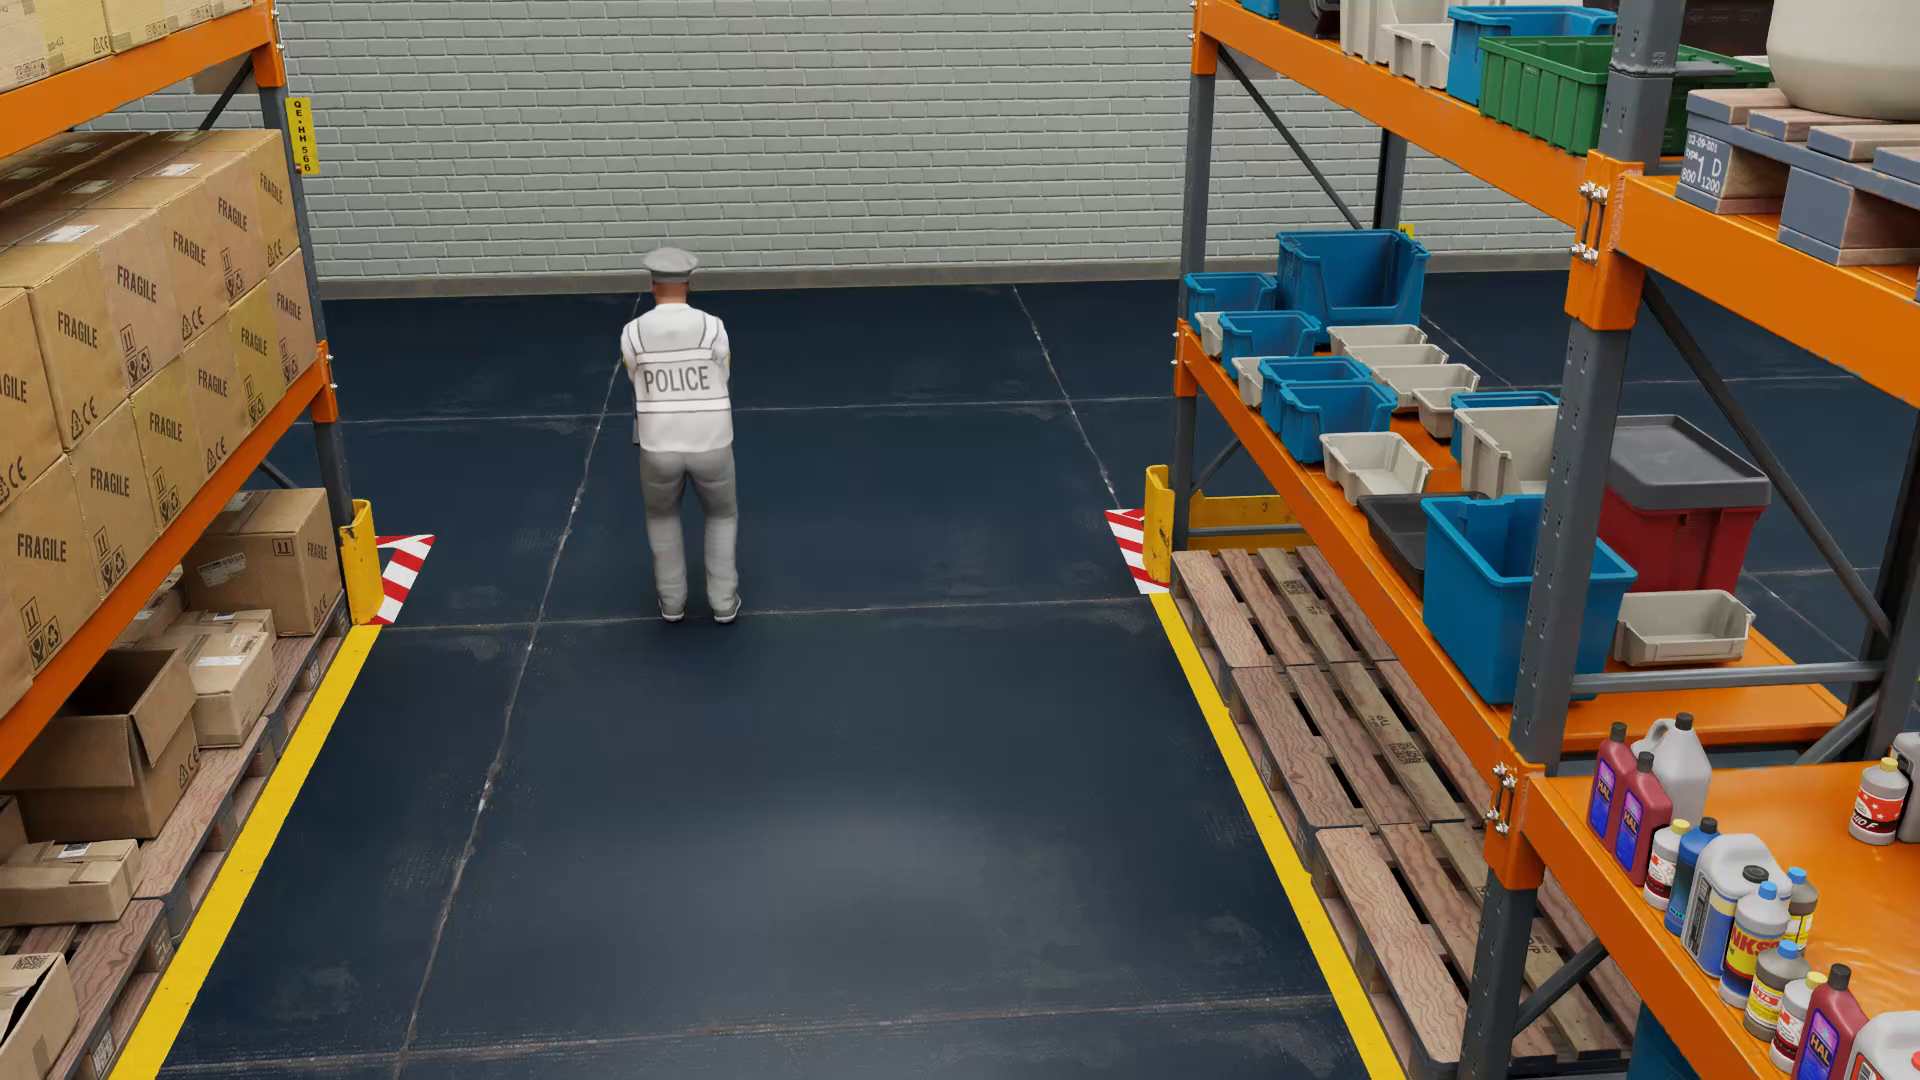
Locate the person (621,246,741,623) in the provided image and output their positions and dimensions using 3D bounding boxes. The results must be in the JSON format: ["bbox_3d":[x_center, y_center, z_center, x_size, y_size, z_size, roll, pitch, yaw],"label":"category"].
[{"bbox_3d":[-1.284,-0.467,7.696,0.485,1.732,0.571,-3,24,-6],"label":"person"}]
